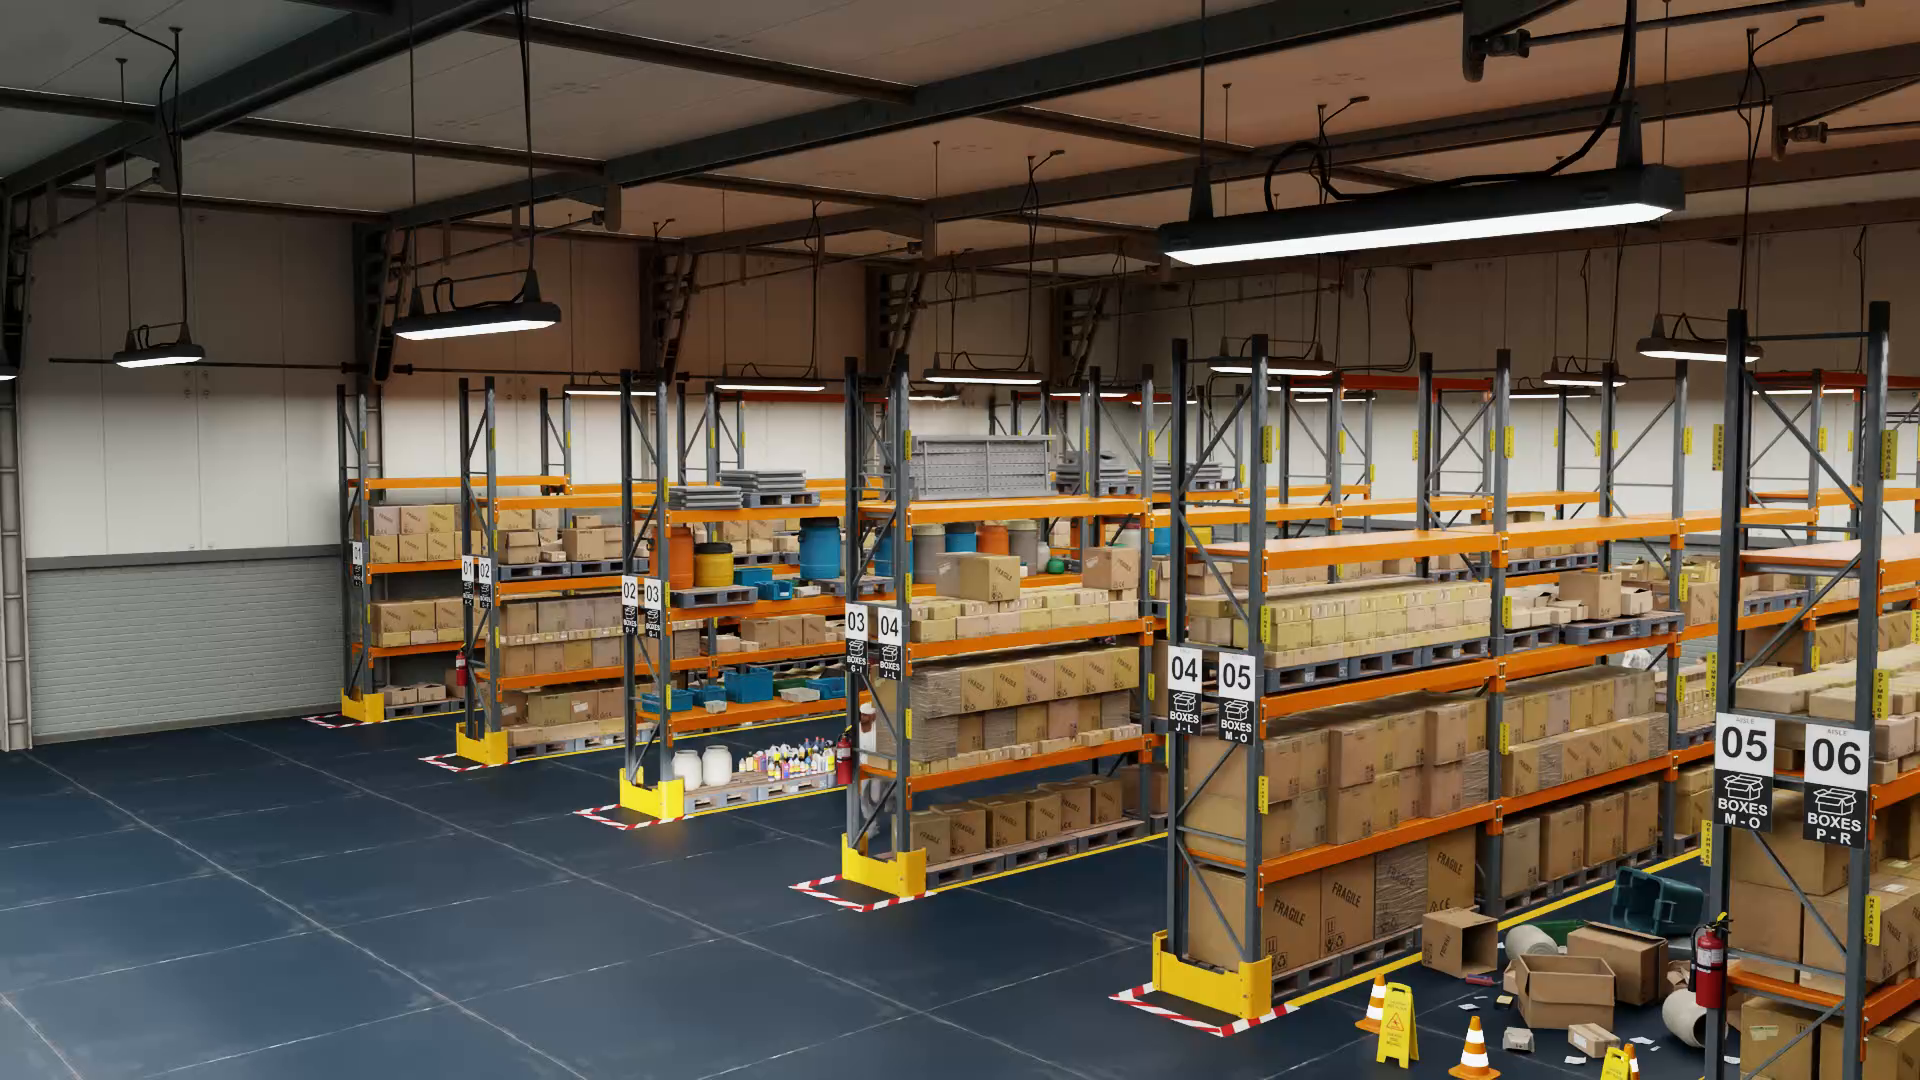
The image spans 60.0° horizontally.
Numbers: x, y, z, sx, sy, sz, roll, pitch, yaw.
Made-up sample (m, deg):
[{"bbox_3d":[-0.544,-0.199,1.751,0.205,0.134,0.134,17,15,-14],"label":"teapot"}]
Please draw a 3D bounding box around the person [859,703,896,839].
[{"bbox_3d":[-1.083,2.927,21.348,0.729,1.728,0.730,2,4,27],"label":"person"}]

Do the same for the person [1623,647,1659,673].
[{"bbox_3d":[12.128,2.425,29.502,0.673,1.654,0.506,-2,4,-25],"label":"person"}]

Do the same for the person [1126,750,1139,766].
[{"bbox_3d":[2.490,2.709,23.975,0.708,1.857,0.838,4,5,44],"label":"person"}]

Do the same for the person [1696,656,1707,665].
[{"bbox_3d":[11.544,2.646,25.711,0.775,1.722,0.555,-2,4,-32],"label":"person"}]
